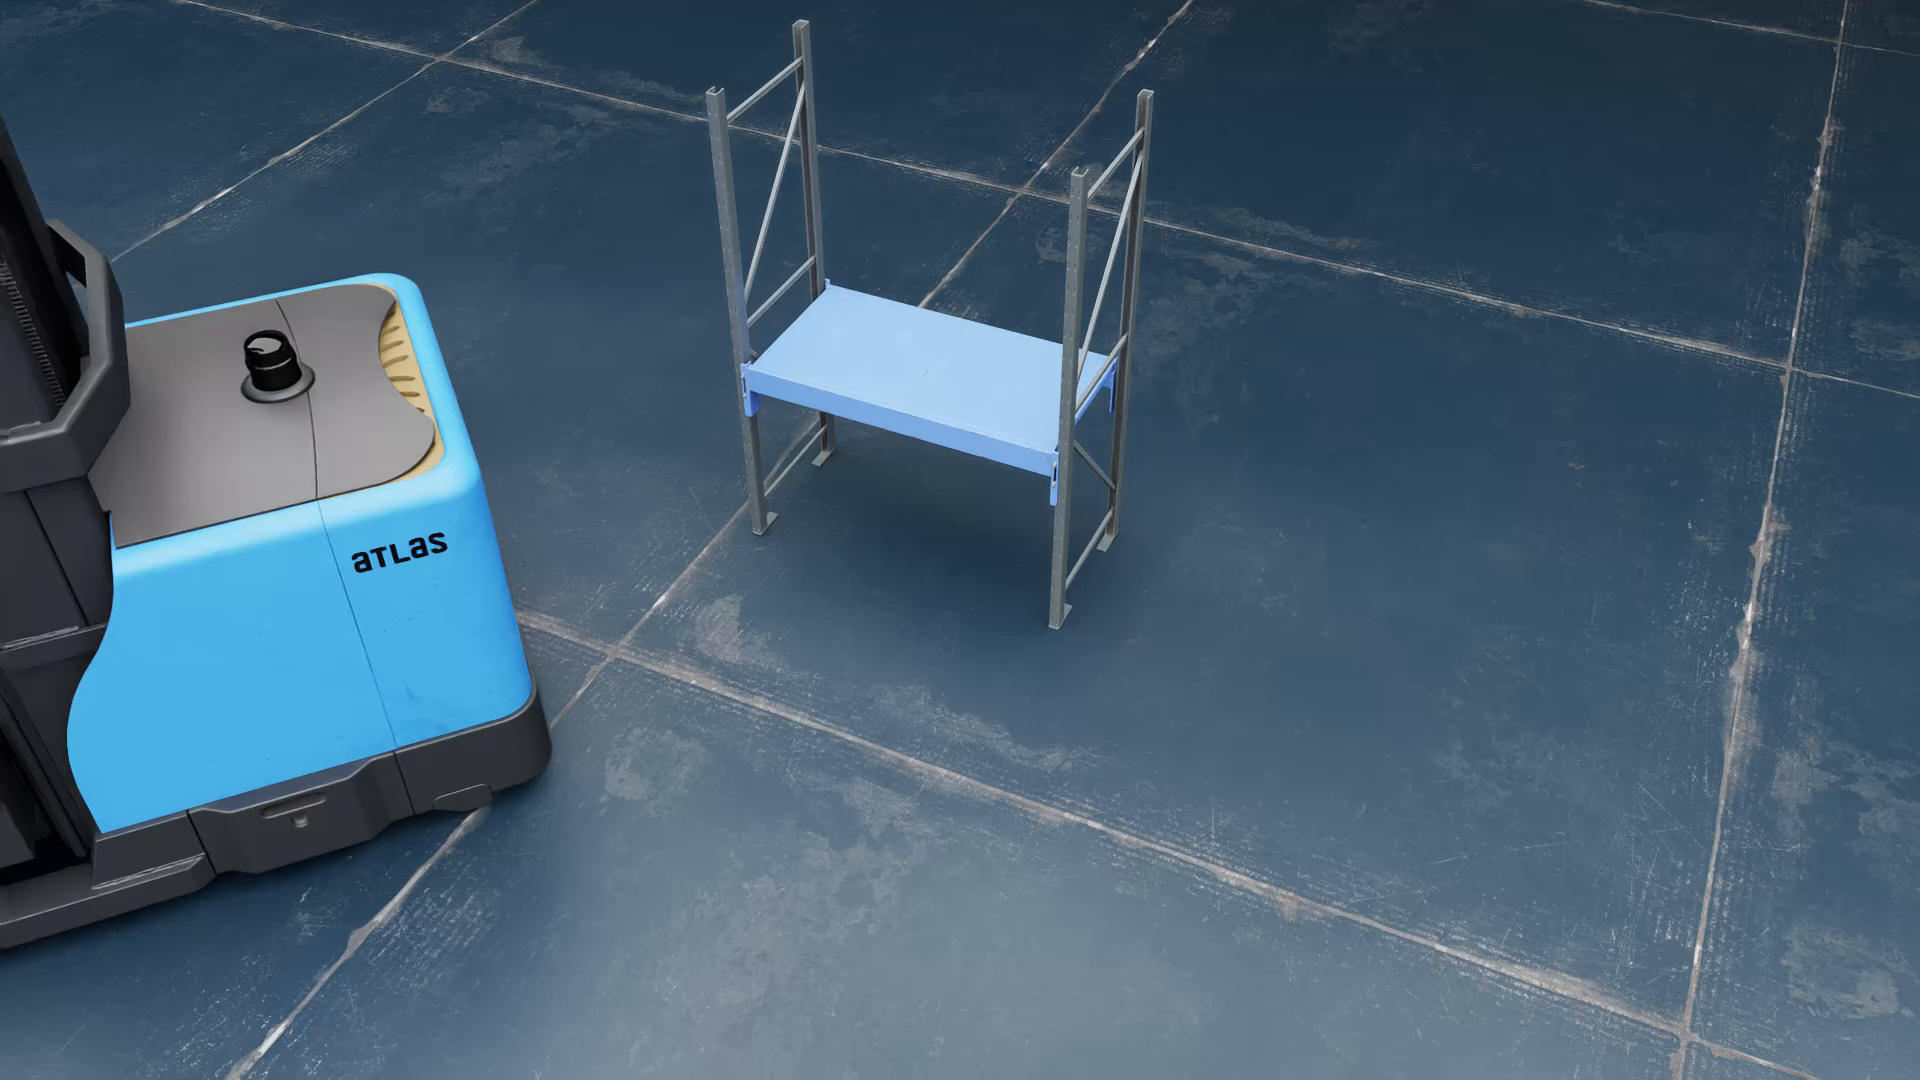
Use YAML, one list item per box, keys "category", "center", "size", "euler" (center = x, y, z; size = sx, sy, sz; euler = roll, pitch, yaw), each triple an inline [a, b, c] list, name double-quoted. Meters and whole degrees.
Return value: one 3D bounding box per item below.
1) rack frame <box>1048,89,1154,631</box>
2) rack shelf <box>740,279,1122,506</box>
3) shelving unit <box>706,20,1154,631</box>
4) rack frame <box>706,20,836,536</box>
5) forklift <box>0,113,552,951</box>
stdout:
- category: "rack frame"
  center: [0.383, -0.450, 4.624]
  size: [0.032, 1.500, 0.500]
  euler: [17, 44, 19]
- category: "rack shelf"
  center: [-0.077, -0.454, 4.904]
  size: [1.000, 0.185, 0.538]
  euler: [17, 44, 19]
- category: "shelving unit"
  center: [-0.077, -0.590, 4.786]
  size: [1.048, 1.500, 0.538]
  euler: [17, 44, 19]
- category: "rack frame"
  center: [-0.538, -0.731, 4.948]
  size: [0.032, 1.500, 0.500]
  euler: [17, 44, 19]
- category: "forklift"
  center: [-2.665, -0.363, 3.431]
  size: [3.031, 2.935, 1.130]
  euler: [-16, 43, -17]
